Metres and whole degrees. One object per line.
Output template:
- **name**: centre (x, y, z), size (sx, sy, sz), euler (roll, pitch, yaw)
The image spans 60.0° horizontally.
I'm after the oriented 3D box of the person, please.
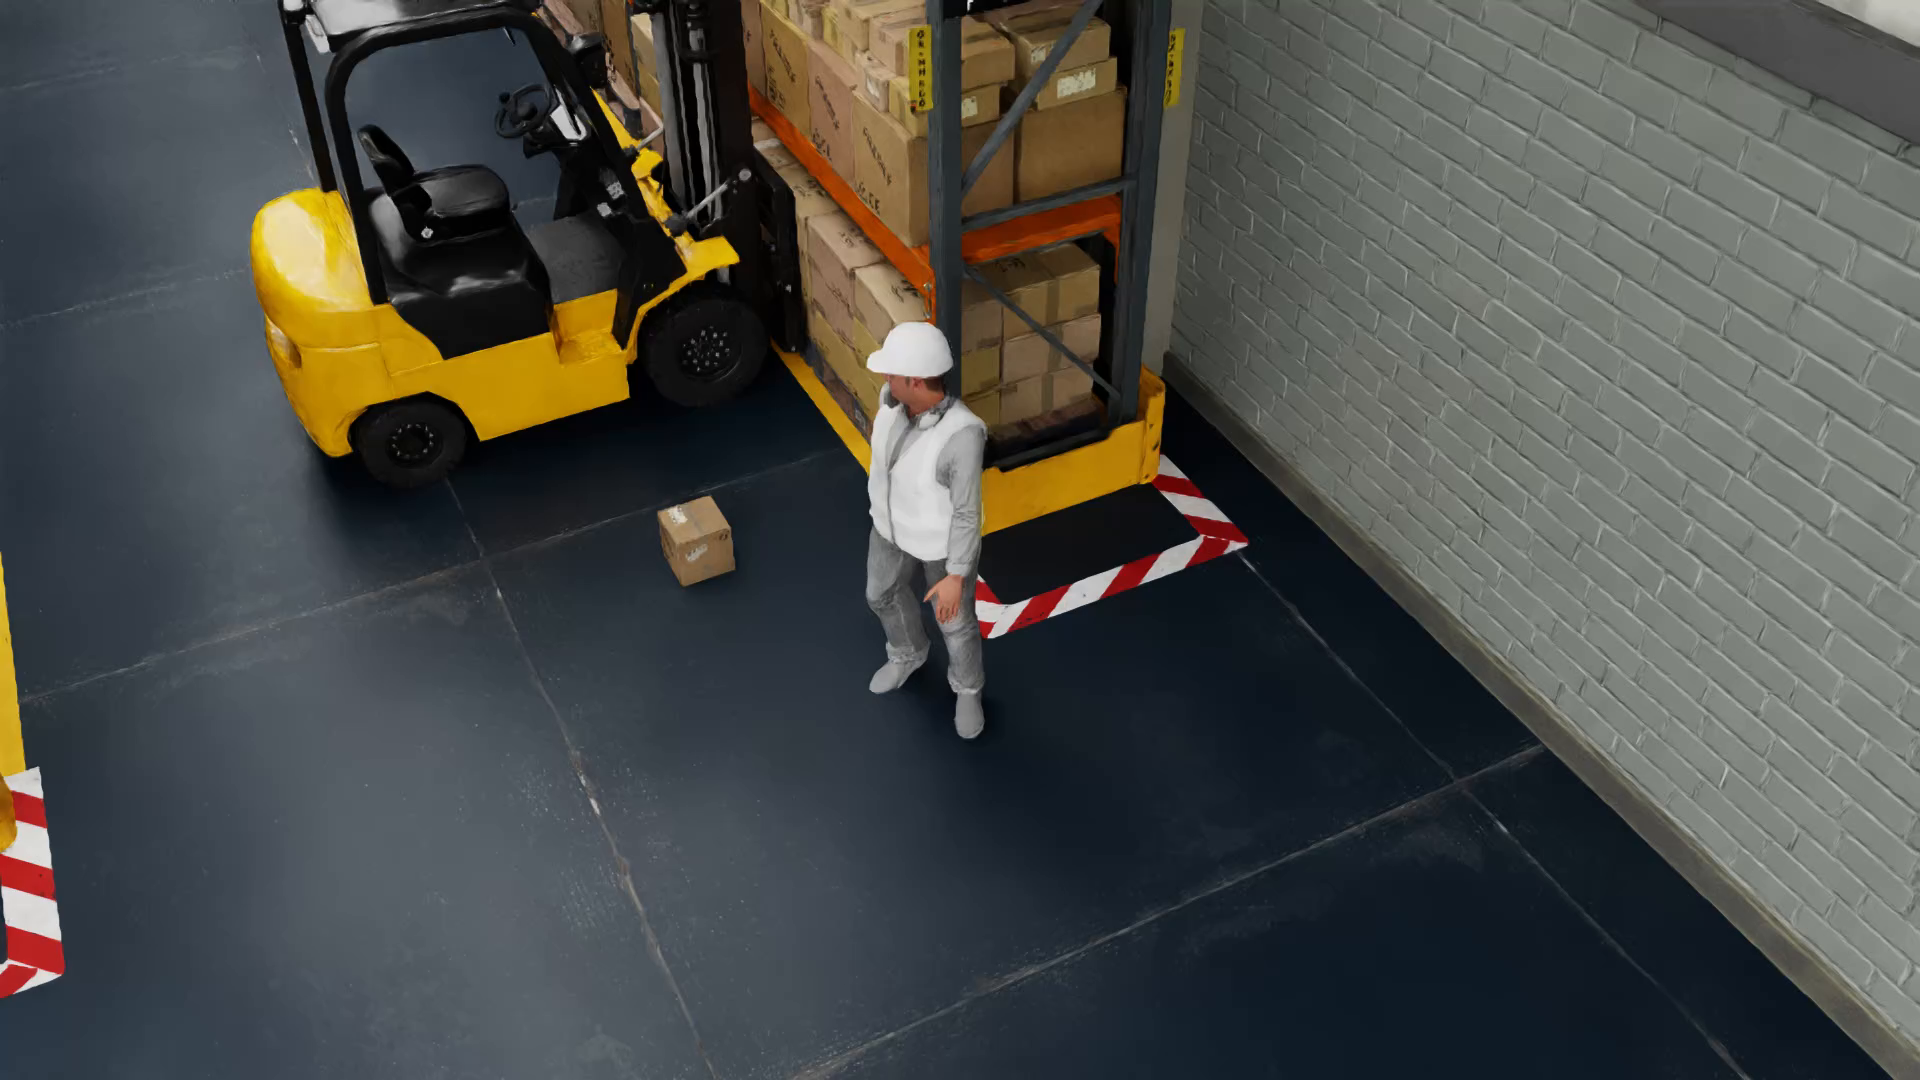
- **person**: centre (-0.132, 0.007, 6.137), size (0.607, 1.827, 0.455), euler (30, 49, 30)
